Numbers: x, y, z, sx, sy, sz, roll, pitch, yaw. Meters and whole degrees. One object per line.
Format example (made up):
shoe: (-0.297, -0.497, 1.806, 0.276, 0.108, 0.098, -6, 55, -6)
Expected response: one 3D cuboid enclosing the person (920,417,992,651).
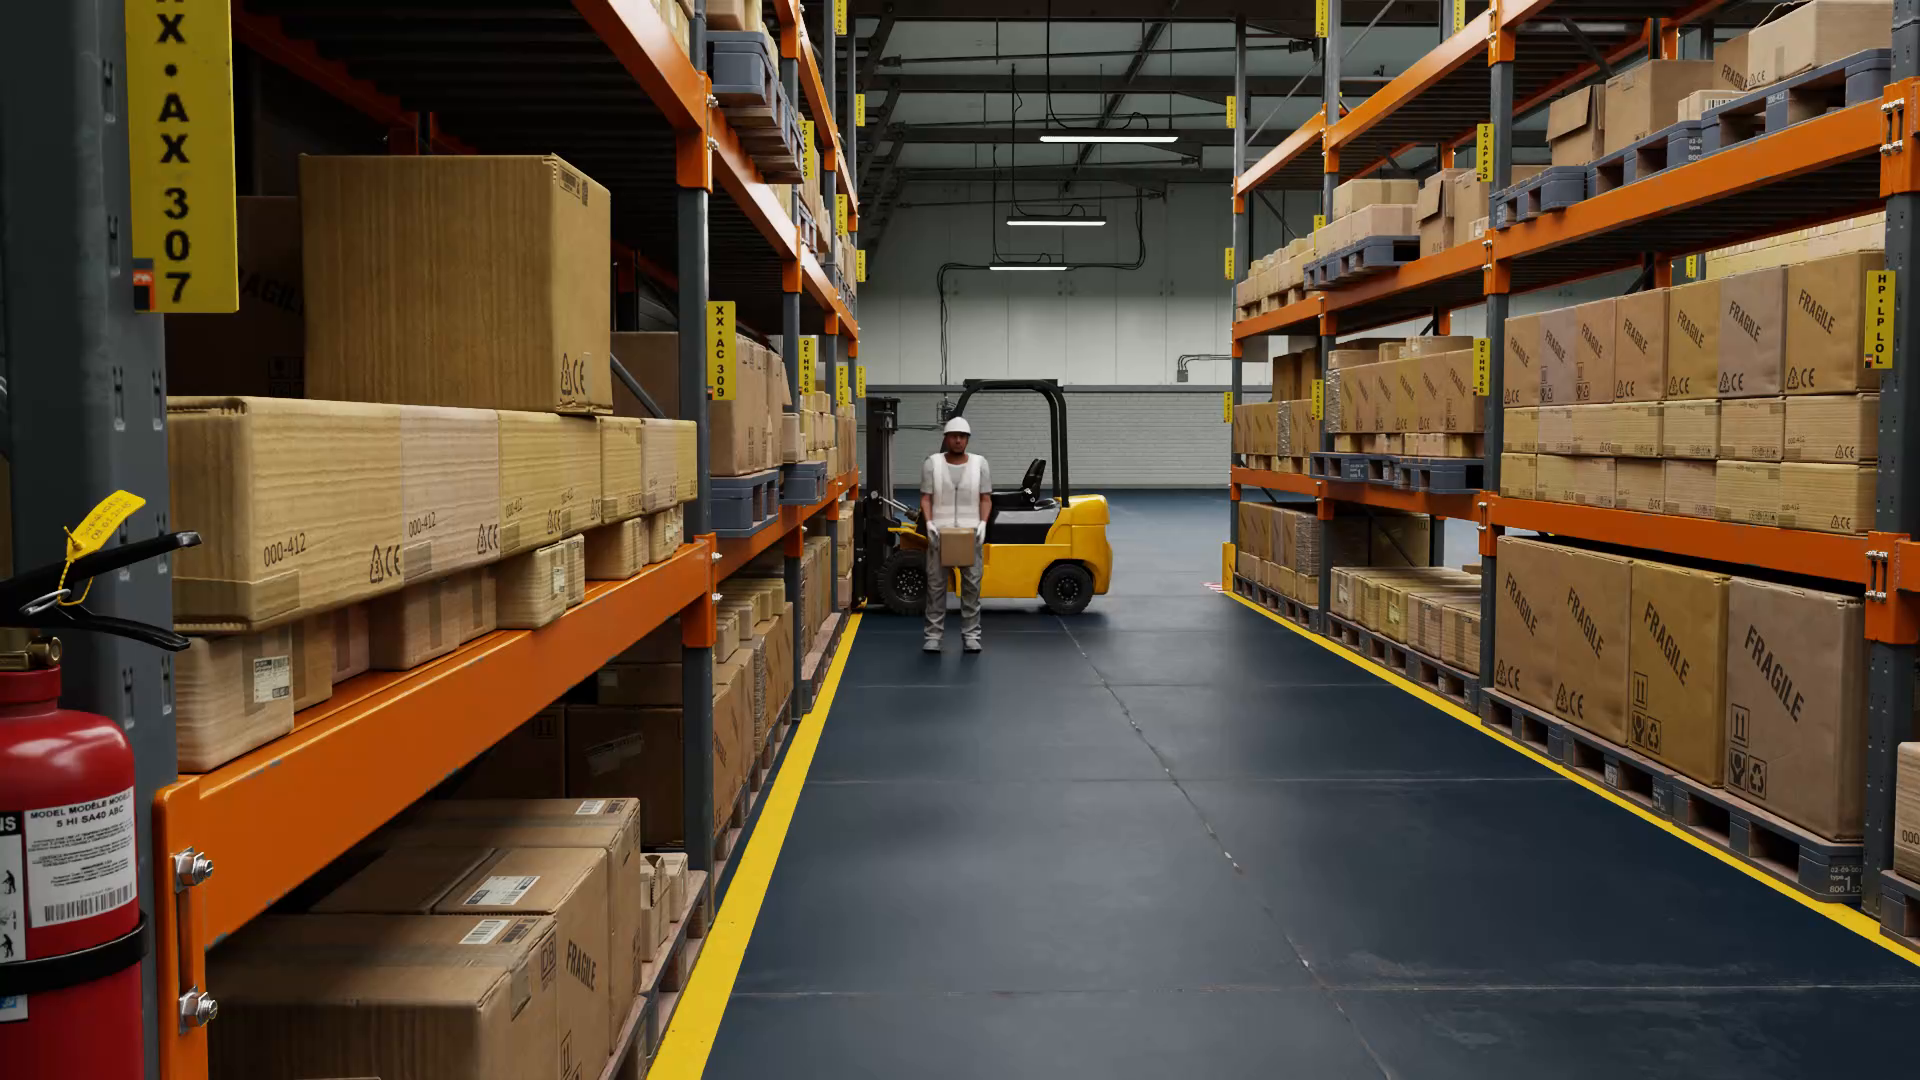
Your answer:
person: (-0.029, -0.043, 12.674, 0.555, 1.785, 0.469, 0, 4, -2)
